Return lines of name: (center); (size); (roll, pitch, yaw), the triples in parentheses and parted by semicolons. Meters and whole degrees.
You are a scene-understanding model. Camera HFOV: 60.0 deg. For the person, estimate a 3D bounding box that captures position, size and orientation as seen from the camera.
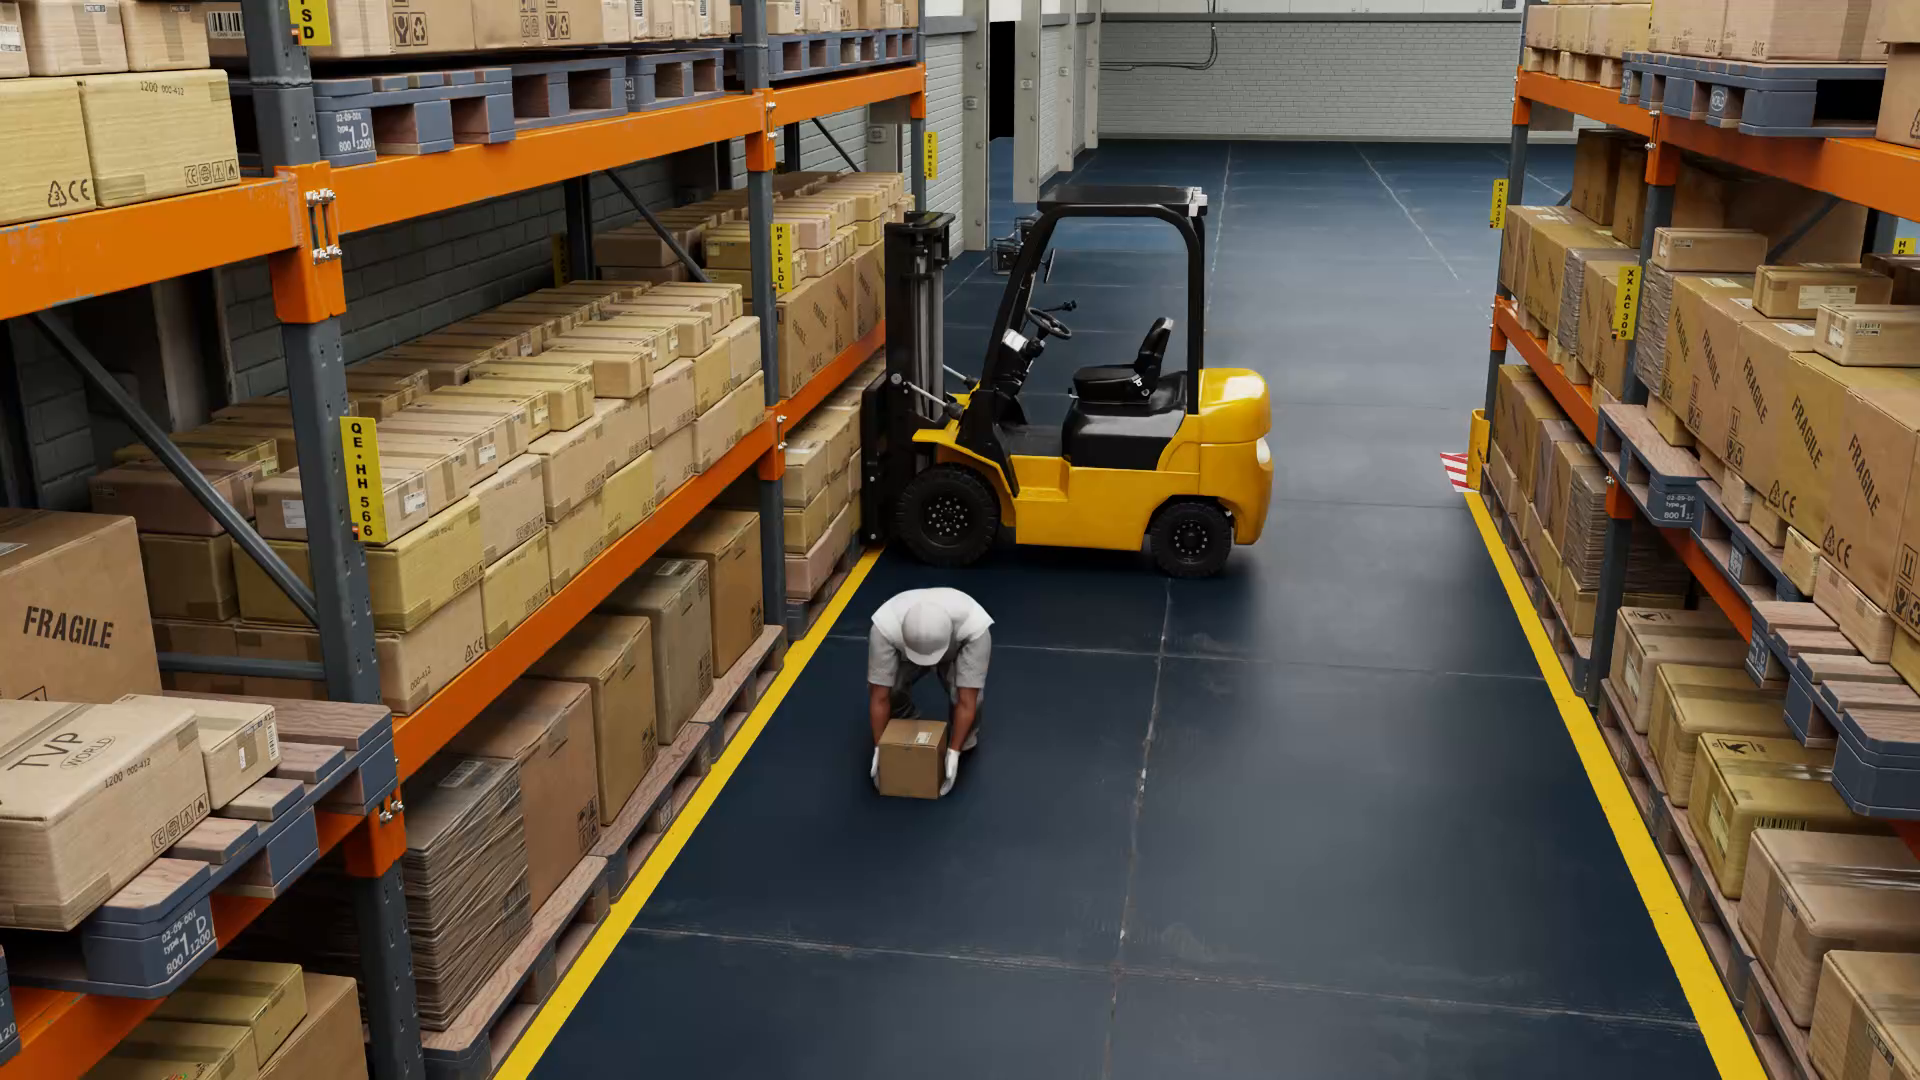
person: (-0.118, 0.571, 7.330); (0.569, 0.885, 0.913); (3, 18, 9)
